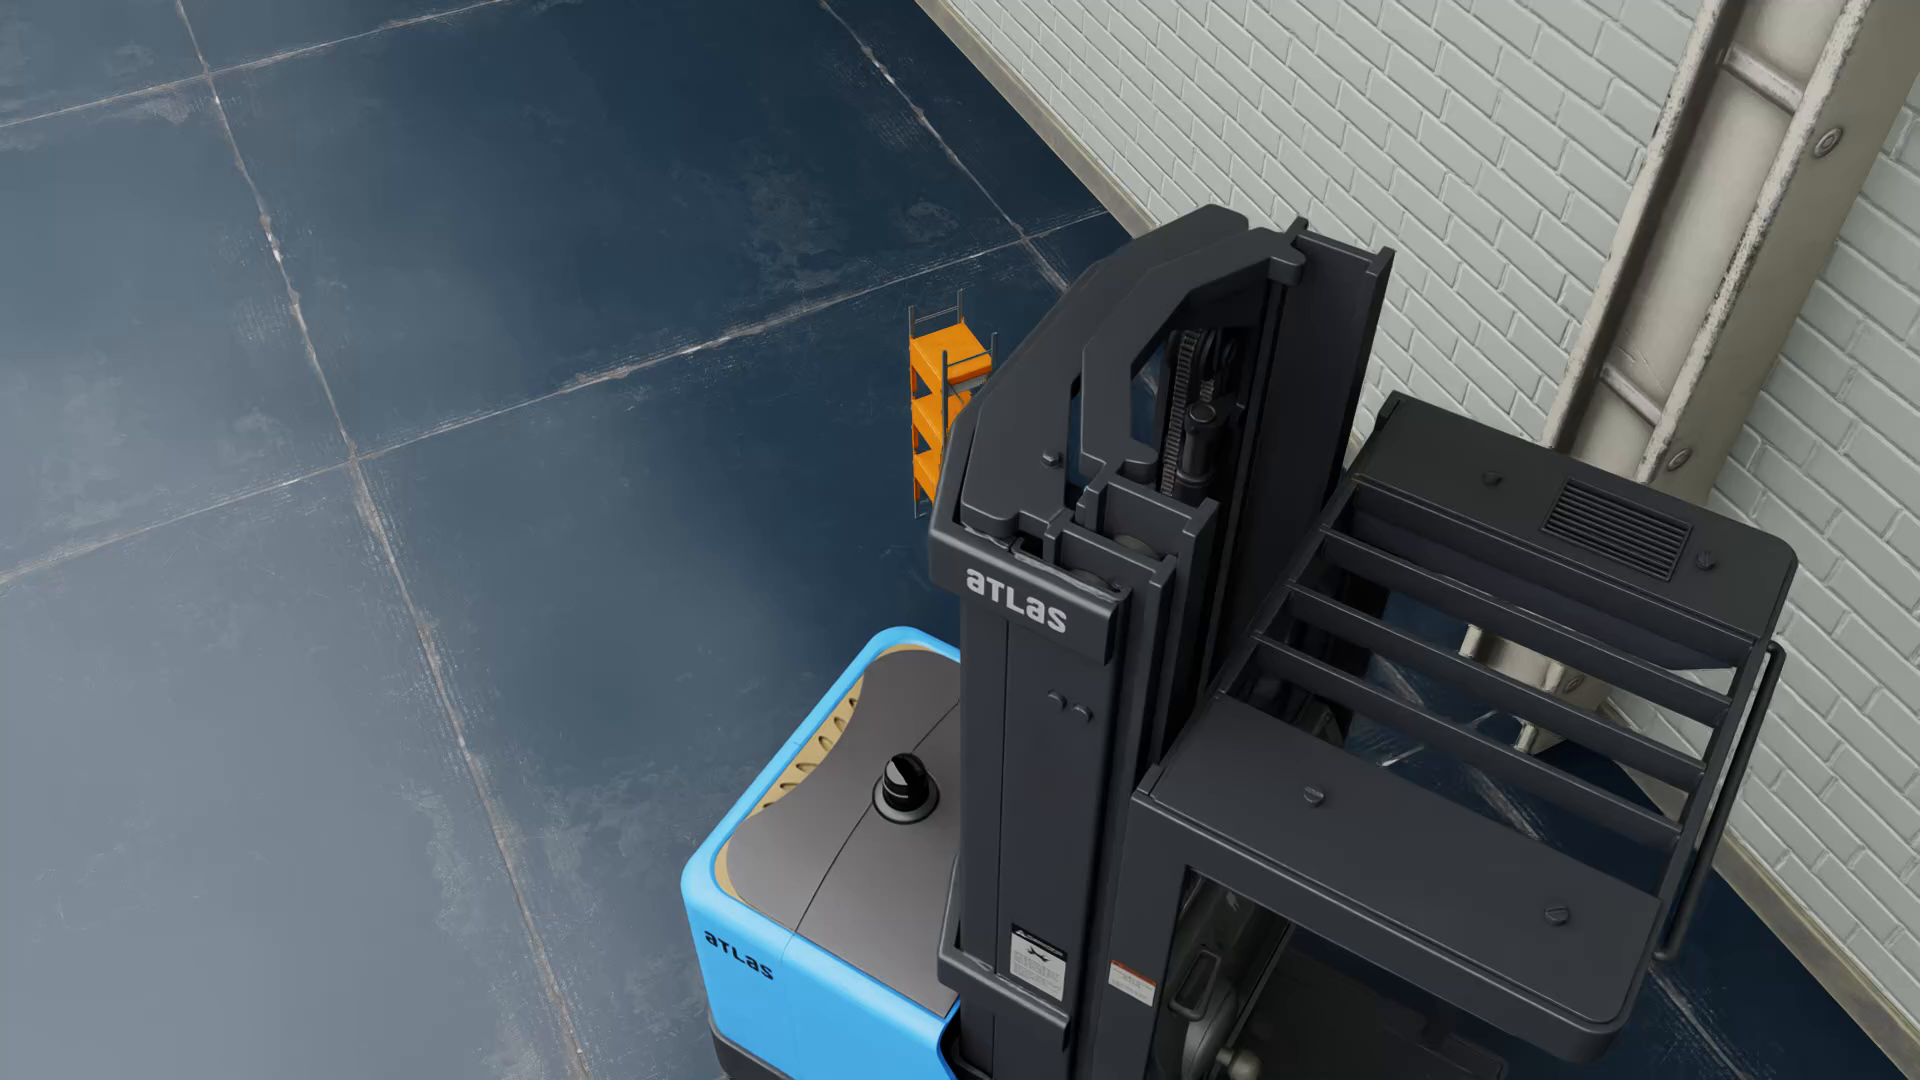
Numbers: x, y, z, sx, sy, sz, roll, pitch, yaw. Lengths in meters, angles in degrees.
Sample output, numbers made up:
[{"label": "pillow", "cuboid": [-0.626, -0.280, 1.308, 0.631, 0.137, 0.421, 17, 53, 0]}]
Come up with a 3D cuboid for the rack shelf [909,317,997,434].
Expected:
[{"label": "rack shelf", "cuboid": [-0.025, -0.561, 5.680, 0.215, 0.259, 0.240, -21, 52, -18]}]

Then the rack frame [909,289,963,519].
[{"label": "rack frame", "cuboid": [-0.080, -0.463, 5.958, 0.200, 1.050, 0.008, -21, 52, -18]}]

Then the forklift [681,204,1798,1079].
[{"label": "forklift", "cuboid": [0.813, 0.852, 3.558, 3.031, 2.935, 1.130, 25, 53, 20]}]

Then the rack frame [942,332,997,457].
[{"label": "rack frame", "cuboid": [0.031, -0.300, 5.815, 0.200, 1.050, 0.008, -21, 52, -18]}]

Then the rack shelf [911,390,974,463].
[{"label": "rack shelf", "cuboid": [-0.025, -0.374, 5.894, 0.215, 0.259, 0.240, -21, 52, -18]}]

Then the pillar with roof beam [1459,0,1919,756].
[{"label": "pillar with roof beam", "cuboid": [-1.883, -0.925, 1.081, 9.100, 9.000, 0.400, -21, 52, -18]}]

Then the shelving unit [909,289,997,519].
[{"label": "shelving unit", "cuboid": [-0.025, -0.381, 5.886, 0.215, 1.050, 0.252, -21, 52, -18]}]

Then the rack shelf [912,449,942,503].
[{"label": "rack shelf", "cuboid": [-0.025, -0.191, 6.103, 0.215, 0.259, 0.240, -21, 52, -18]}]
